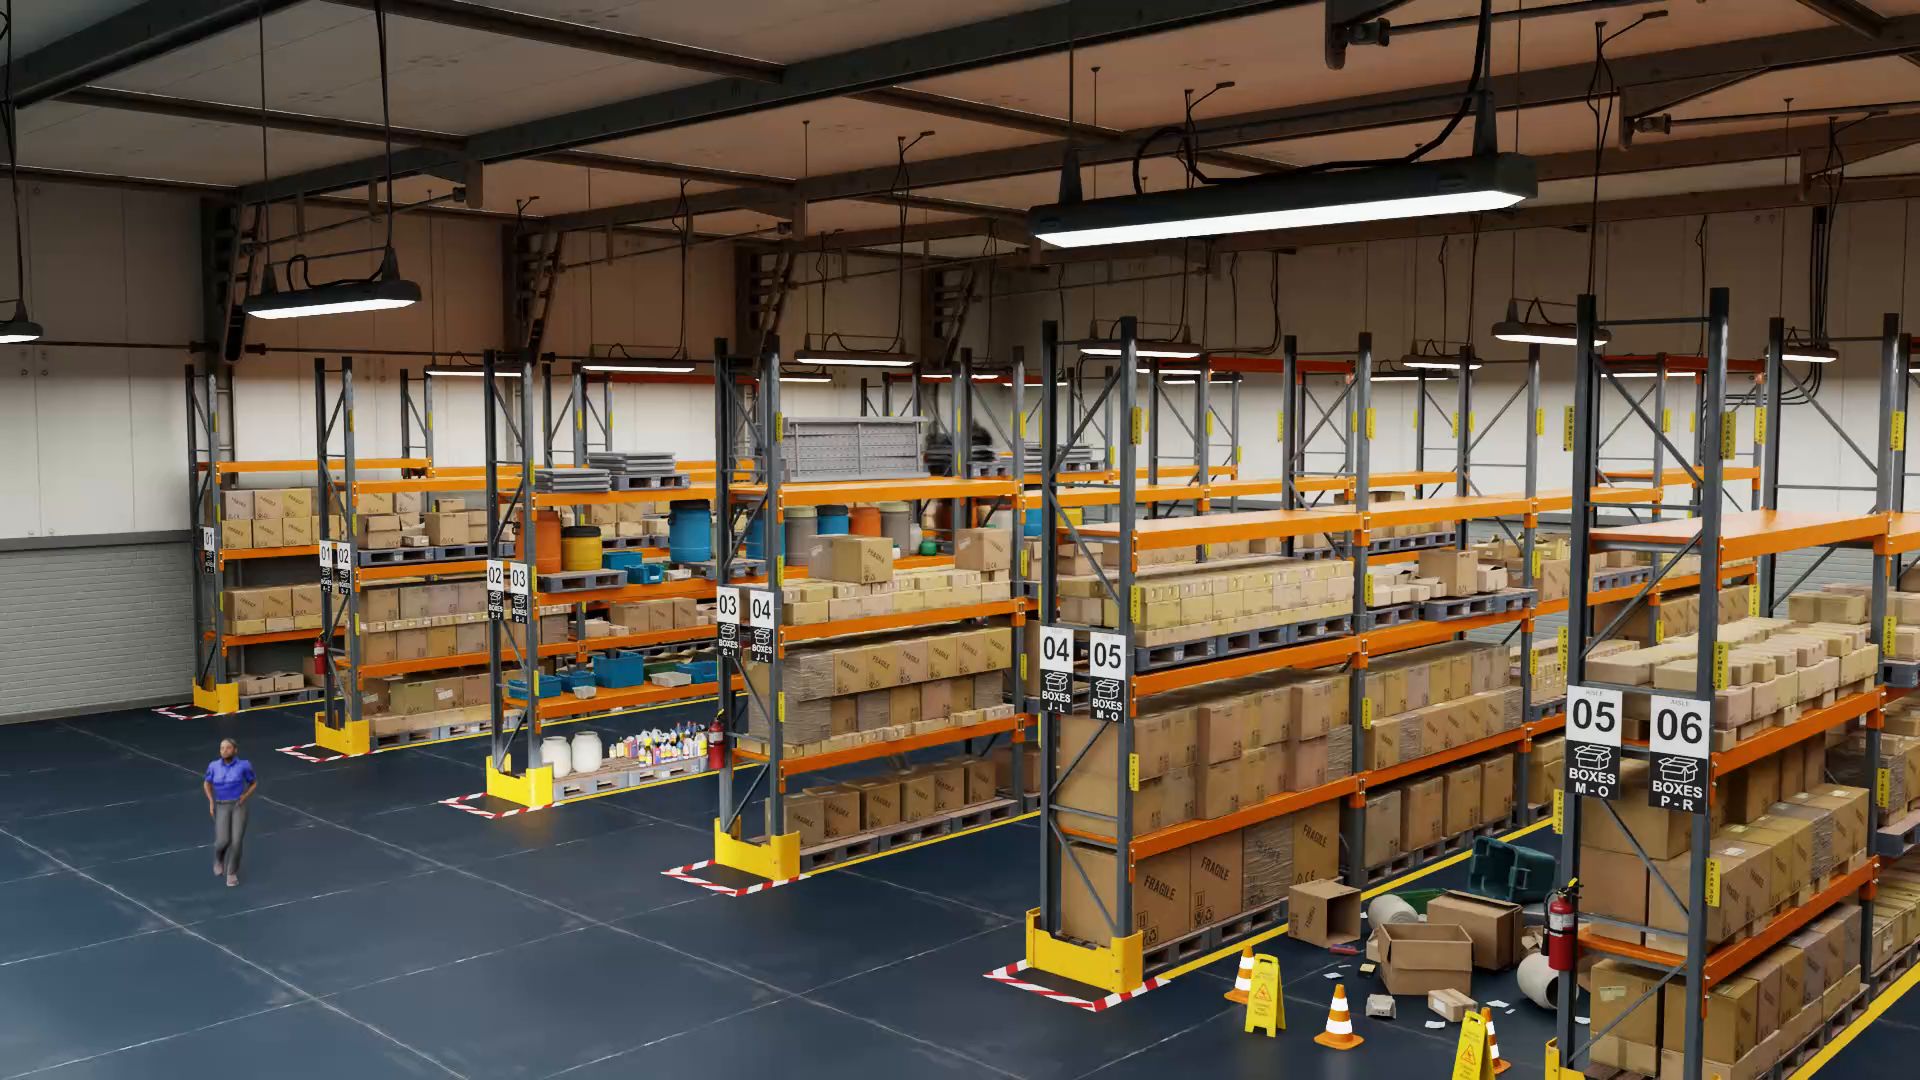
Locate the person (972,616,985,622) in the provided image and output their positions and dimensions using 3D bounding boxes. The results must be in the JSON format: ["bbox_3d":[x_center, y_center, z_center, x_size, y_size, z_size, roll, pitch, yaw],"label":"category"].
[{"bbox_3d":[0.285,1.776,32.759,0.639,1.802,0.717,4,6,40],"label":"person"}]

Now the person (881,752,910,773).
[{"bbox_3d":[-0.885,2.548,22.480,0.855,1.761,0.696,-4,6,-43],"label":"person"}]

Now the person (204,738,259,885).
[{"bbox_3d":[-7.975,2.969,18.197,0.566,1.623,0.571,-2,5,-19],"label":"person"}]
